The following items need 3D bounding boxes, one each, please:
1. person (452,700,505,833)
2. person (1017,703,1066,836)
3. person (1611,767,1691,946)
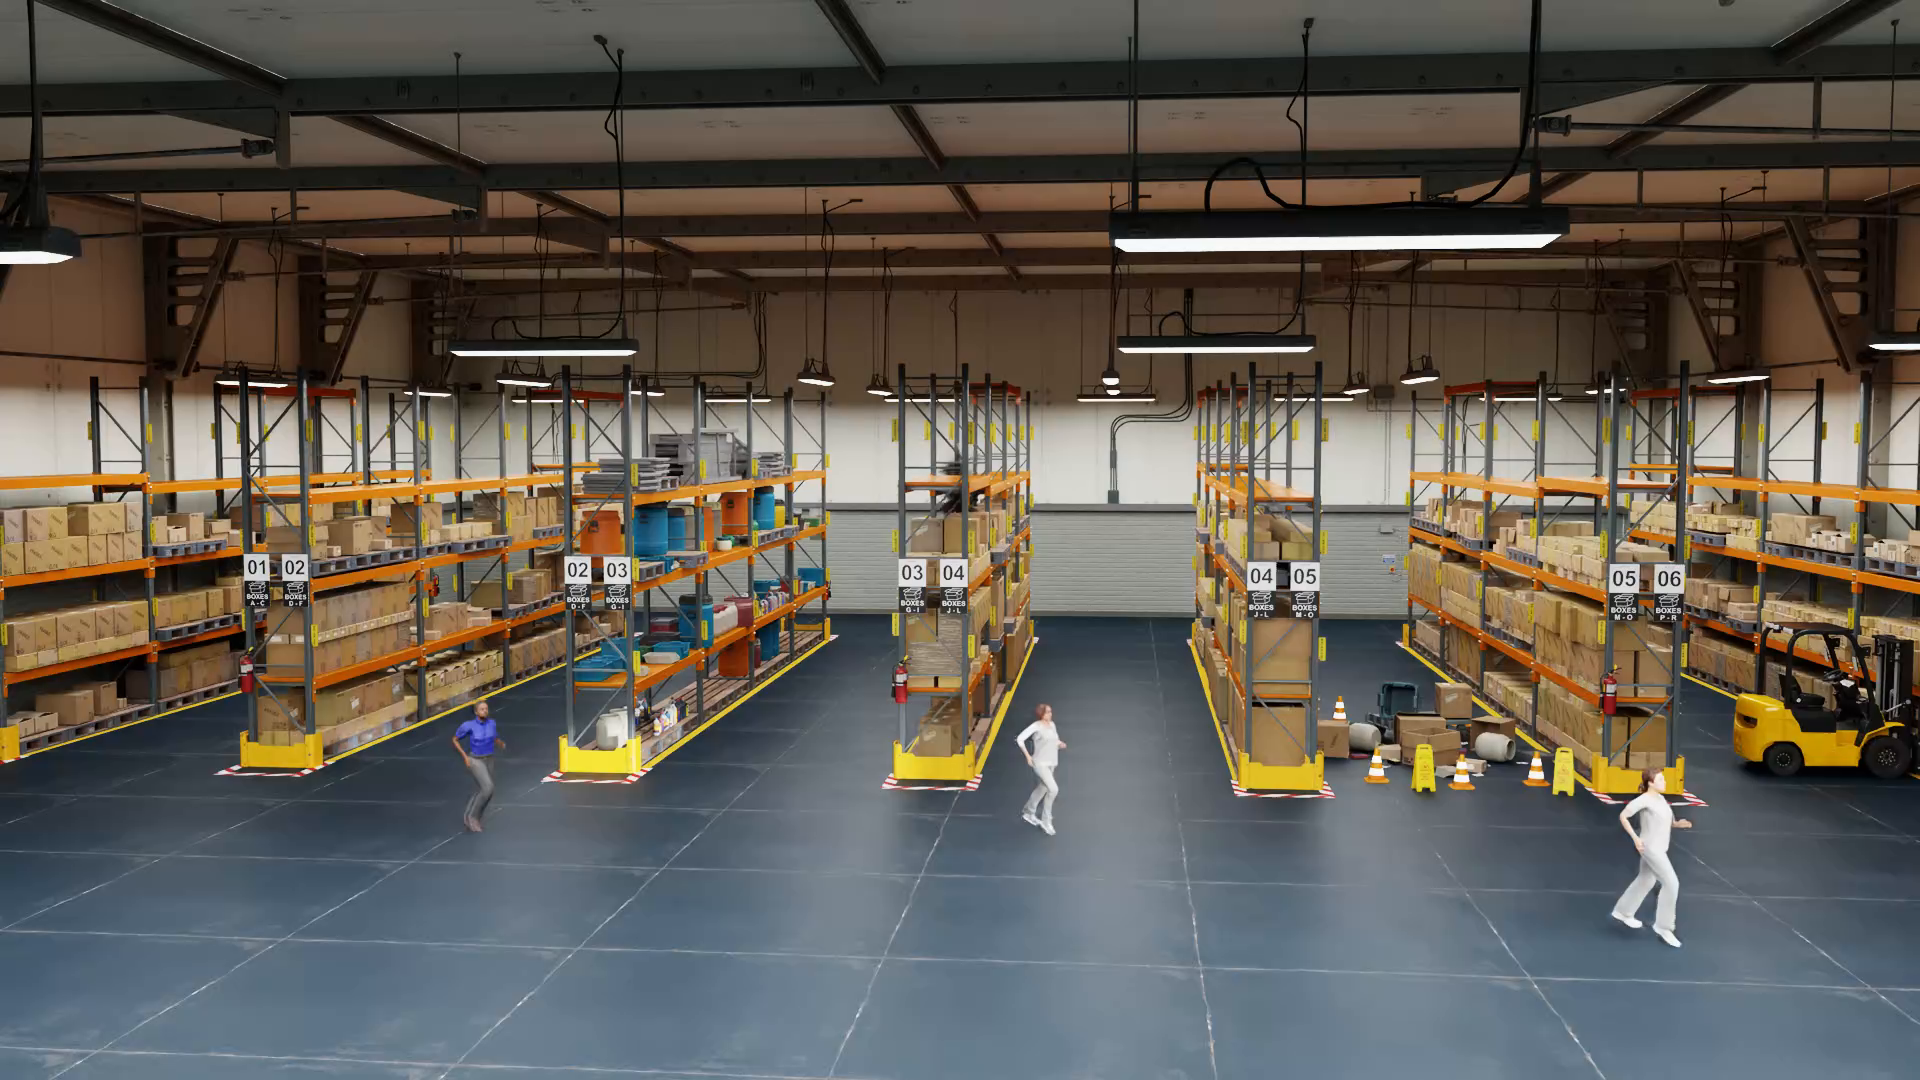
[{"bbox_3d":[-6.002,2.851,20.934,0.673,1.675,0.549,2,4,33],"label":"person"},{"bbox_3d":[1.046,2.863,20.869,0.711,1.644,0.504,3,5,39],"label":"person"},{"bbox_3d":[6.840,3.108,16.473,0.763,1.729,0.538,3,5,40],"label":"person"}]
